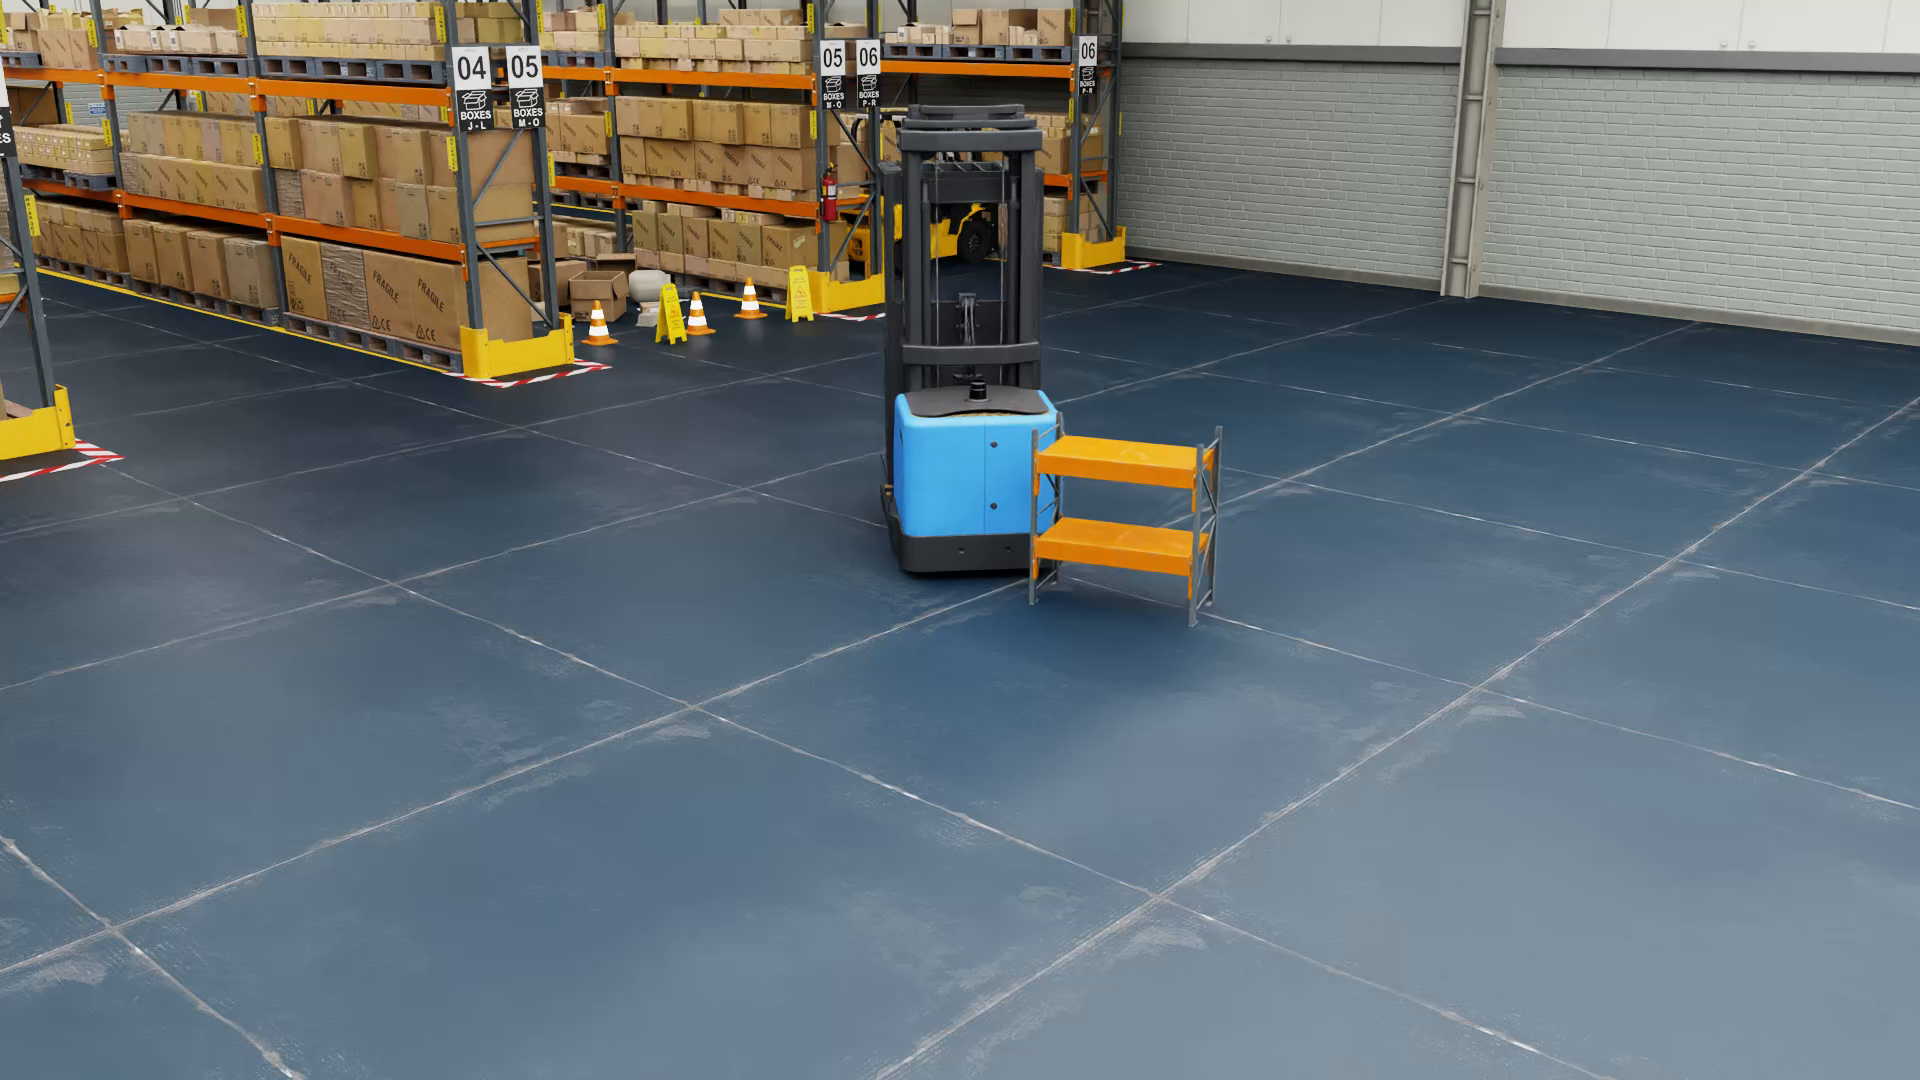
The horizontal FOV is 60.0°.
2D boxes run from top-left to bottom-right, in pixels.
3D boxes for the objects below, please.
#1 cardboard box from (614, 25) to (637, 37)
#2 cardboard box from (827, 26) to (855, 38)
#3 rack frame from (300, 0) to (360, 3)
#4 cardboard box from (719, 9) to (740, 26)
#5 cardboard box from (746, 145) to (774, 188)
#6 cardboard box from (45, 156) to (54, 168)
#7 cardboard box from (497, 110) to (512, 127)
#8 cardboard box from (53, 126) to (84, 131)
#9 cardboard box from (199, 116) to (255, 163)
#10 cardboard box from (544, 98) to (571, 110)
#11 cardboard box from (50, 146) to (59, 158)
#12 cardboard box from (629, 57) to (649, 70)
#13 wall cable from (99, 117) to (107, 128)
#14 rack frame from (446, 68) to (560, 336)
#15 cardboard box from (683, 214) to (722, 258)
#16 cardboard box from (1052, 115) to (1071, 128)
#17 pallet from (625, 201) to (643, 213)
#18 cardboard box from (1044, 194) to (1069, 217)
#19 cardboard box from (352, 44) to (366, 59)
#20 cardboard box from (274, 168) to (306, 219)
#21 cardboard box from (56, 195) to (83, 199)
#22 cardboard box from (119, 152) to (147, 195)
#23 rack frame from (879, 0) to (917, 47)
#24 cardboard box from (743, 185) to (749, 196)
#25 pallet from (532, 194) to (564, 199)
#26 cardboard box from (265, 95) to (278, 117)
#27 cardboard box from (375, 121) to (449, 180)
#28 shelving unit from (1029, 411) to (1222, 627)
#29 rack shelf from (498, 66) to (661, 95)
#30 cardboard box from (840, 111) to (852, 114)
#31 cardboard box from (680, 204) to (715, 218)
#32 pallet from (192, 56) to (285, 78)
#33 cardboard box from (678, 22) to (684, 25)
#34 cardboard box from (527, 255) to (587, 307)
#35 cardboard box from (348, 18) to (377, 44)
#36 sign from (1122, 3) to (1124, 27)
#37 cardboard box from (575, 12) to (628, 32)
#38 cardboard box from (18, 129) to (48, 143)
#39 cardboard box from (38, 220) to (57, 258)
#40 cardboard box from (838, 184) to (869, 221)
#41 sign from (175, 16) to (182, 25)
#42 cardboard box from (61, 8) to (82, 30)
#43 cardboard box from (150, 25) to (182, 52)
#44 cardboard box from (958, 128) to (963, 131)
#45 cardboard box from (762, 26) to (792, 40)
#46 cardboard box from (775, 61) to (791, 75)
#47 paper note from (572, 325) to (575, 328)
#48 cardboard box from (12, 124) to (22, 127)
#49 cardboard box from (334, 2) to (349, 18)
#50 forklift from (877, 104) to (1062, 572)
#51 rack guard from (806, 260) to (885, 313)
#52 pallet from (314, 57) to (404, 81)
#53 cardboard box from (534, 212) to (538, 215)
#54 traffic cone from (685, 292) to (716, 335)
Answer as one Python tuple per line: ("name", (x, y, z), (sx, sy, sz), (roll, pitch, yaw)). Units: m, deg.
("cardboard box", (-4.331, -6.707, 21.924), (0.250, 0.149, 0.380), (15, 23, 38))
("cardboard box", (-1.488, -6.158, 20.195), (0.250, 0.149, 0.380), (15, 23, 39))
("rack frame", (-10.333, -9.619, 27.046), (0.127, 3.000, 1.000), (15, 23, 39))
("cardboard box", (-3.670, -8.605, 27.784), (0.500, 0.500, 0.500), (15, 23, 40))
("cardboard box", (-2.318, -4.688, 20.768), (0.500, 0.500, 0.500), (15, 23, 39))
("cardboard box", (-12.182, -5.151, 22.604), (0.250, 0.149, 0.380), (16, 24, 41))
("cardboard box", (-6.362, -5.996, 24.193), (0.500, 0.500, 0.500), (16, 23, 40))
("cardboard box", (-12.720, -5.841, 23.796), (0.250, 0.149, 0.380), (14, 22, 38))
("cardboard box", (-8.699, -4.840, 20.087), (0.500, 0.500, 0.700), (15, 23, 40))
("cardboard box", (-5.931, -6.391, 24.367), (0.250, 0.149, 0.380), (14, 22, 37))
("cardboard box", (-11.994, -5.241, 22.397), (0.250, 0.149, 0.380), (15, 23, 39))
("cardboard box", (-4.122, -6.280, 21.897), (0.250, 0.149, 0.380), (15, 23, 39))
("wall cable", (-17.558, -9.189, 33.876), (0.123, 1.953, 0.585), (15, 23, 39))
("rack frame", (-4.568, -3.210, 16.768), (0.127, 3.000, 1.000), (15, 23, 39))
("cardboard box", (-3.293, -4.012, 21.906), (0.500, 0.500, 0.500), (17, 24, 42))
("cardboard box", (1.526, -5.997, 23.820), (0.250, 0.149, 0.380), (15, 23, 39))
("pallet", (-5.491, -6.155, 30.657), (1.213, 0.211, 1.003), (15, 23, 39))
("cardboard box", (1.383, -4.862, 24.172), (0.500, 0.250, 0.500), (16, 24, 41))
("cardboard box", (-5.992, -5.013, 17.047), (0.250, 0.149, 0.380), (15, 23, 40))
("cardboard box", (-7.276, -4.014, 19.051), (0.550, 0.550, 0.875), (15, 23, 39))
("cardboard box", (-12.818, -4.894, 24.271), (0.500, 0.250, 0.500), (14, 23, 38))
("cardboard box", (-10.395, -4.713, 21.338), (0.500, 0.500, 0.500), (15, 23, 40))
("rack frame", (-1.058, -9.137, 25.525), (0.127, 3.000, 1.000), (15, 23, 39))
("cardboard box", (-2.531, -4.468, 21.146), (0.250, 0.149, 0.380), (15, 23, 40))
("pallet", (-8.471, -6.937, 33.123), (1.213, 0.211, 1.003), (15, 23, 39))
("cardboard box", (-11.631, -7.520, 28.531), (0.500, 0.500, 0.500), (15, 23, 40))
("cardboard box", (-5.621, -4.112, 17.578), (0.550, 0.550, 0.875), (15, 23, 39))
("shelving unit", (1.008, -0.142, 10.198), (1.048, 1.125, 0.538), (7, 19, 21))
("rack shelf", (-5.846, -6.642, 23.812), (4.000, 0.370, 1.077), (15, 23, 39))
("cardboard box", (-1.905, -6.972, 27.383), (0.250, 0.149, 0.380), (15, 23, 39))
("cardboard box", (-3.445, -4.335, 21.853), (0.250, 0.149, 0.380), (17, 24, 42))
("pallet", (-8.278, -5.525, 19.419), (1.217, 0.209, 0.805), (14, 22, 37))
("cardboard box", (-4.630, -8.849, 28.676), (0.250, 0.149, 0.380), (14, 22, 37))
("cardboard box", (-5.057, -3.191, 20.610), (0.503, 0.637, 0.797), (15, 23, 39))
("cardboard box", (-5.868, -5.195, 16.959), (0.500, 0.250, 0.500), (15, 23, 39))
("sign", (2.307, -7.483, 23.696), (0.005, 0.325, 0.100), (15, 23, 39))
("cardboard box", (-4.868, -7.038, 22.598), (0.500, 0.250, 0.500), (16, 23, 40))
("cardboard box", (-12.775, -5.592, 23.010), (0.250, 0.149, 0.380), (15, 23, 39))
("cardboard box", (-12.770, -4.314, 23.685), (0.500, 0.500, 0.500), (16, 24, 42))
("cardboard box", (-1.456, -5.448, 27.051), (0.625, 0.625, 0.875), (16, 24, 42))
("sign", (-10.177, -6.654, 21.676), (0.005, 0.325, 0.100), (15, 23, 39))
("cardboard box", (-11.420, -6.781, 21.630), (0.258, 0.266, 0.396), (15, 23, 39))
("cardboard box", (-9.397, -6.053, 20.054), (0.500, 0.311, 0.500), (15, 23, 38))
("cardboard box", (0.149, -6.196, 24.938), (0.250, 0.149, 0.380), (14, 23, 38))
("cardboard box", (-2.177, -6.149, 20.167), (0.250, 0.149, 0.380), (15, 23, 39))
("cardboard box", (-2.018, -5.711, 20.106), (0.250, 0.149, 0.380), (15, 23, 40))
("paper note", (-4.583, -2.485, 19.394), (0.144, 0.017, 0.142), (-9, 20, -27))
("cardboard box", (-14.093, -5.842, 24.405), (0.500, 0.500, 0.500), (15, 23, 39))
("cardboard box", (-6.186, -5.445, 17.090), (0.250, 0.149, 0.380), (15, 23, 40))
("forklift", (-0.002, -1.590, 11.775), (1.130, 2.935, 3.031), (-2, 18, -6))
("rack guard", (-1.415, -3.174, 20.787), (0.348, 0.500, 1.175), (15, 23, 39))
("pallet", (-6.047, -4.989, 17.562), (1.213, 0.211, 1.003), (15, 23, 39))
("cardboard box", (-6.926, -4.789, 25.392), (0.625, 0.372, 0.950), (13, 22, 36))
("traffic cone", (-3.018, -2.616, 19.091), (0.334, 0.463, 0.336), (15, 23, 39))
